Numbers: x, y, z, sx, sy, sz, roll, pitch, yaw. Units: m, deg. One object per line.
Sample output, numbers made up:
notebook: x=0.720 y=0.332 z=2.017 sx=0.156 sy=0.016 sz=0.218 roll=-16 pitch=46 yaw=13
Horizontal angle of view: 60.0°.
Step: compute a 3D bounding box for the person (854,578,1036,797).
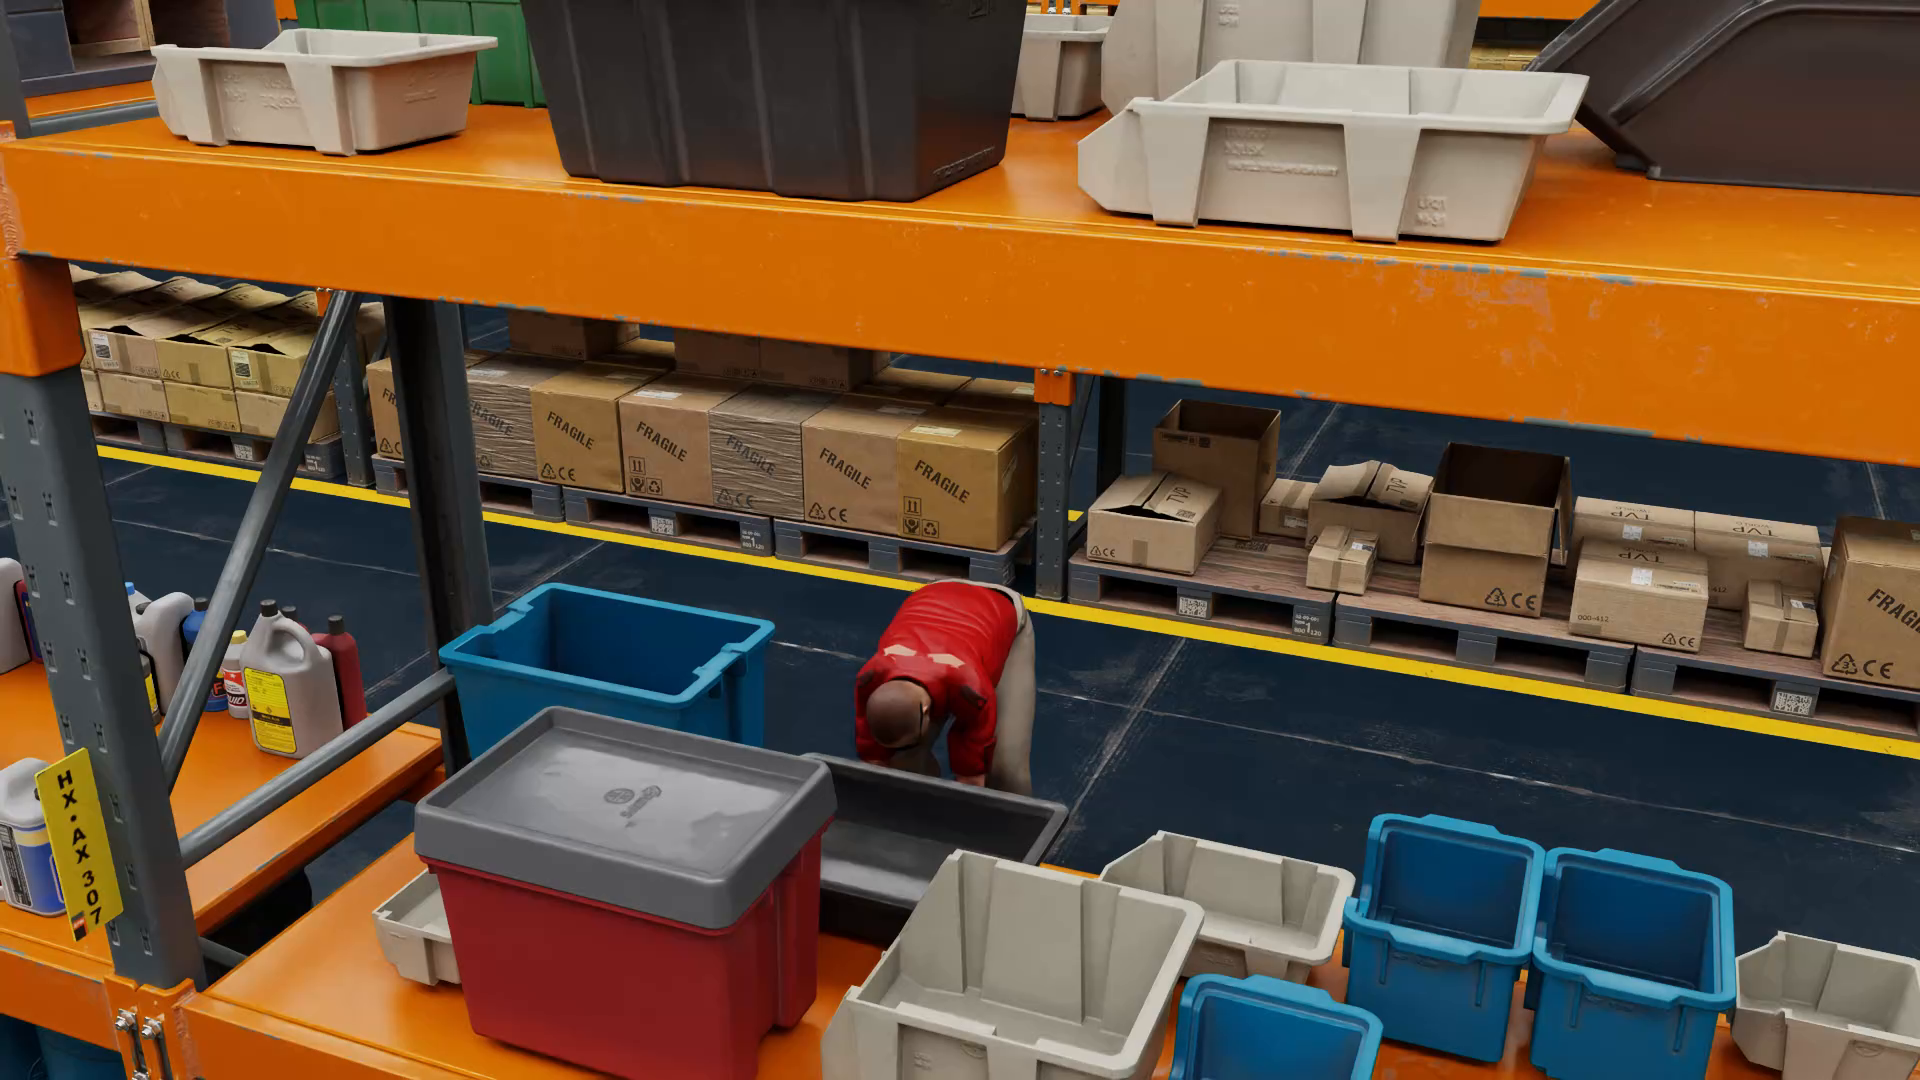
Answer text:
person: x=-0.059 y=0.711 z=5.272 sx=0.508 sy=1.049 sz=0.963 roll=8 pitch=23 yaw=18
